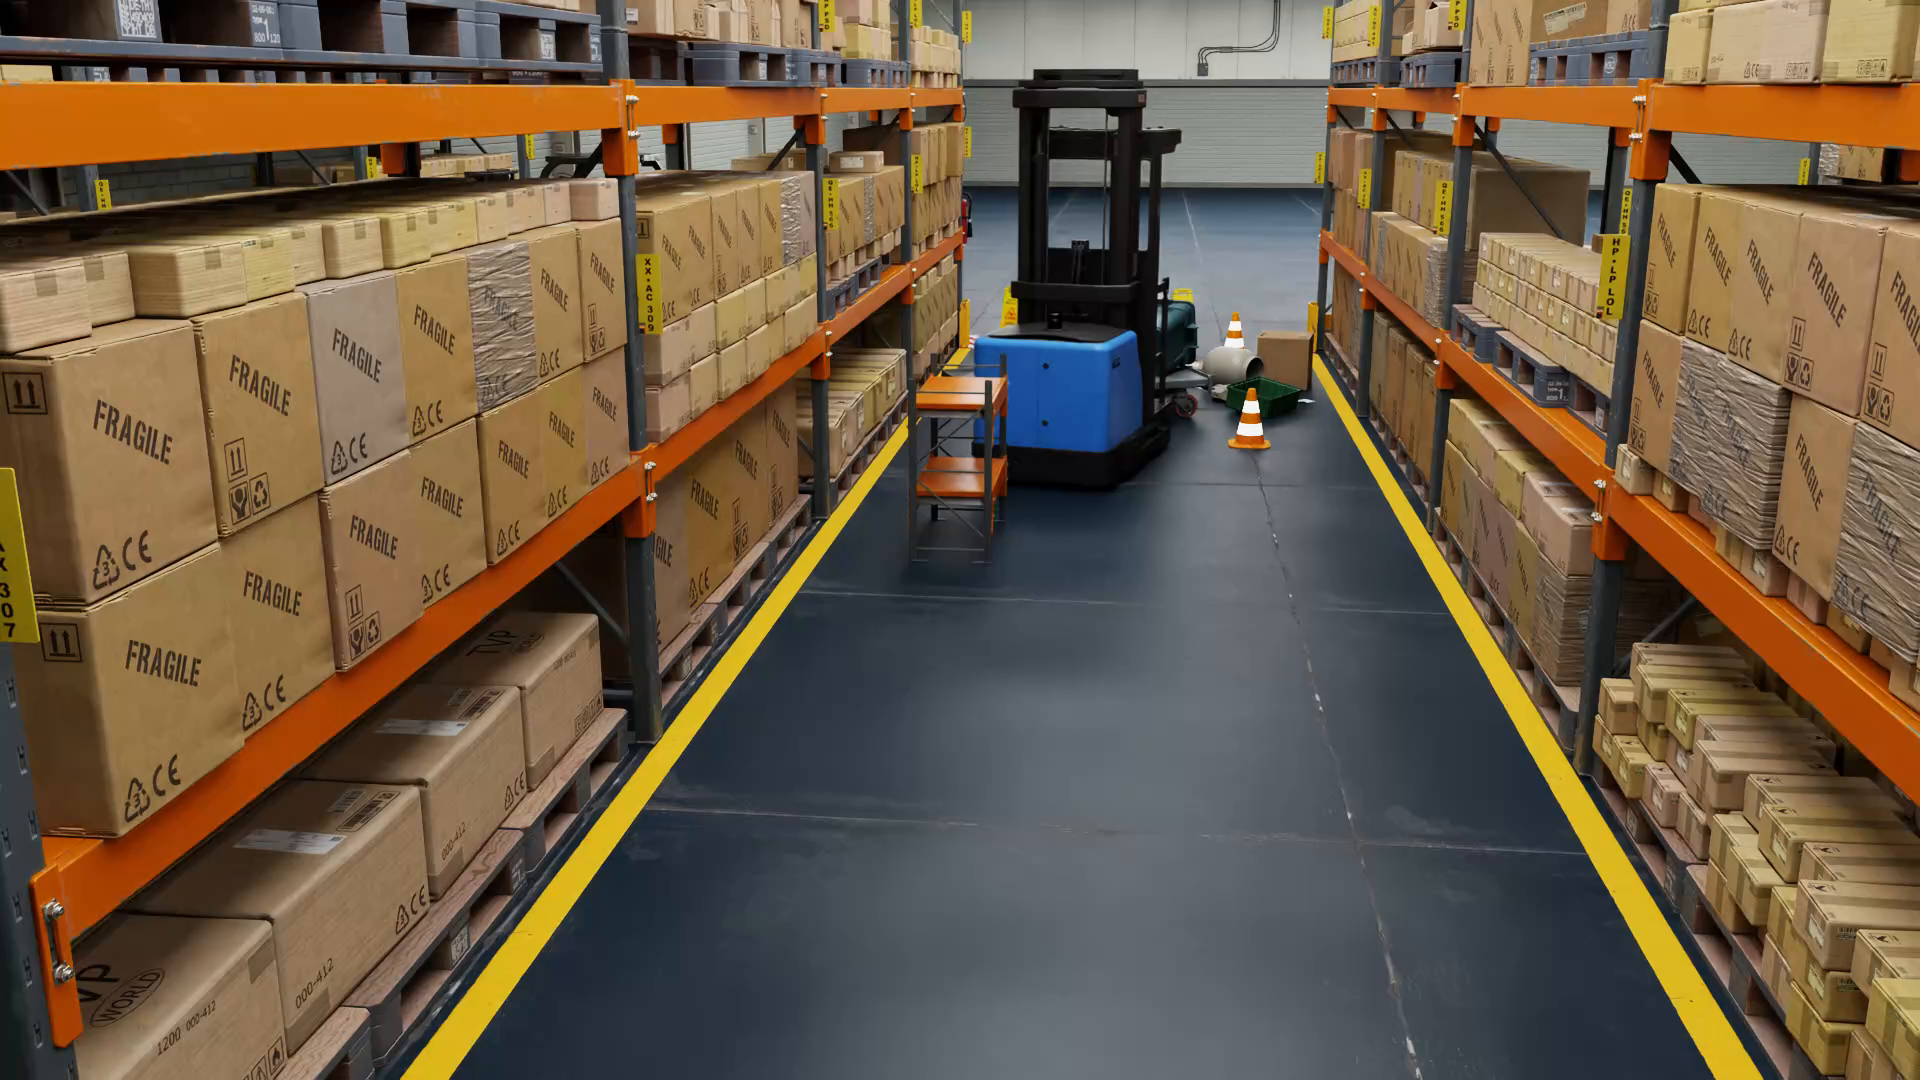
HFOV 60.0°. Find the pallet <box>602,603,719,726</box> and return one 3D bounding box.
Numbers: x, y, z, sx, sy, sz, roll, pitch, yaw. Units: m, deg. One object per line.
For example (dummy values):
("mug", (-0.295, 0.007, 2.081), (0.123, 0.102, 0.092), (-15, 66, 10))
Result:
("pallet", (-1.817, 0.573, 8.137), (1.003, 0.211, 1.213), (2, 15, 6))

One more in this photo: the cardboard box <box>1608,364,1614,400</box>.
("cardboard box", (2.948, -0.641, 6.963), (0.380, 0.149, 0.250), (1, 15, 5))

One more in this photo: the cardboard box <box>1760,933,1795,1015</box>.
("cardboard box", (2.577, 1.279, 4.843), (0.380, 0.149, 0.250), (2, 15, 7))

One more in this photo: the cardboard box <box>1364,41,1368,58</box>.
("cardboard box", (3.782, -4.340, 14.704), (0.380, 0.149, 0.250), (2, 15, 7))

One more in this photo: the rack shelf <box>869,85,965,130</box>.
("rack shelf", (-0.701, -4.265, 16.319), (1.077, 0.370, 4.000), (2, 15, 6))

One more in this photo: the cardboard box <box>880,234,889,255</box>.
("cardboard box", (-0.776, -2.383, 13.406), (0.380, 0.149, 0.250), (2, 15, 7))

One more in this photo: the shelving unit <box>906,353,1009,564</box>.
("shelving unit", (-0.001, -0.541, 10.509), (0.538, 1.125, 1.048), (2, 15, 6))

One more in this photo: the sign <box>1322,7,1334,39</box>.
("sign", (3.904, -5.489, 17.643), (0.100, 0.325, 0.005), (2, 15, 6))

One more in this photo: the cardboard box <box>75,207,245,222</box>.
("cardboard box", (-2.302, -0.876, 4.806), (0.380, 0.149, 0.250), (2, 15, 8))

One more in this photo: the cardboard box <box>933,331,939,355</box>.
("cardboard box", (-0.486, -1.942, 16.561), (0.500, 0.250, 0.500), (1, 15, 6))

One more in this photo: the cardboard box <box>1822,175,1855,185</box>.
("cardboard box", (9.282, -3.441, 16.879), (0.875, 0.500, 0.500), (2, 15, 6))

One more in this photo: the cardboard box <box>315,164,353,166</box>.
("cardboard box", (-6.037, -3.520, 15.930), (0.380, 0.149, 0.250), (2, 15, 6))

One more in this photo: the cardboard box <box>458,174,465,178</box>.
("cardboard box", (-5.289, -3.758, 17.378), (0.380, 0.149, 0.250), (2, 15, 7))

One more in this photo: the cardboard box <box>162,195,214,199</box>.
("cardboard box", (-6.308, -2.738, 13.607), (0.380, 0.149, 0.250), (2, 15, 6))

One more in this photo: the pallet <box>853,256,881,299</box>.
("pallet", (-1.195, -2.030, 12.790), (1.003, 0.211, 1.213), (2, 15, 6))

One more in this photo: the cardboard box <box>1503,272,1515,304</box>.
("cardboard box", (3.214, -1.389, 9.158), (0.380, 0.149, 0.250), (2, 15, 7))

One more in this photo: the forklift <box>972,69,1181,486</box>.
("forklift", (1.065, -2.142, 12.969), (1.130, 2.935, 3.031), (5, 16, 19))

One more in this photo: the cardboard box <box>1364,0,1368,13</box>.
("cardboard box", (3.814, -4.788, 14.834), (0.380, 0.149, 0.250), (2, 15, 7))

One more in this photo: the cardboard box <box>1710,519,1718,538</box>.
("cardboard box", (2.774, -0.056, 5.602), (0.380, 0.149, 0.250), (1, 15, 4))

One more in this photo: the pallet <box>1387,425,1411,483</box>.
("pallet", (3.856, -0.660, 12.698), (1.003, 0.211, 1.213), (2, 15, 6))

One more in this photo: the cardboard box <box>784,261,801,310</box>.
("cardboard box", (-1.235, -1.511, 9.832), (0.500, 0.250, 0.500), (1, 15, 5))

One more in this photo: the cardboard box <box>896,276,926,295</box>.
("cardboard box", (-0.518, -2.372, 15.470), (0.380, 0.149, 0.250), (2, 15, 7))

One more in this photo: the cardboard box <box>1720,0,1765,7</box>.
("cardboard box", (2.747, -1.821, 5.233), (0.500, 0.250, 0.500), (2, 15, 6))

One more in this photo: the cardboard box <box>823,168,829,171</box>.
("cardboard box", (-1.321, -2.797, 13.693), (0.500, 0.500, 0.500), (2, 15, 6))

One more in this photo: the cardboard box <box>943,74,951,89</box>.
("cardboard box", (-0.297, -4.775, 17.310), (0.380, 0.149, 0.250), (2, 15, 8))

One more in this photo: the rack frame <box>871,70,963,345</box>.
("rack frame", (-0.475, -3.683, 18.535), (1.000, 3.000, 0.127), (2, 15, 6))

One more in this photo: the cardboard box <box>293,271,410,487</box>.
("cardboard box", (-1.842, -0.448, 4.465), (0.500, 0.500, 0.500), (2, 15, 6))

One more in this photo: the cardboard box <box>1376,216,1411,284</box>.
("cardboard box", (3.620, -2.315, 13.284), (0.500, 0.500, 0.500), (2, 15, 7))

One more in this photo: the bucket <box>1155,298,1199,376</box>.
("bucket", (1.728, -1.782, 14.867), (0.726, 0.611, 0.620), (7, 27, 25))

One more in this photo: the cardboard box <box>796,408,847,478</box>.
("cardboard box", (-1.304, -0.688, 11.691), (0.950, 0.372, 0.625), (1, 15, 2))

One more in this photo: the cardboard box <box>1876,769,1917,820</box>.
("cardboard box", (3.263, 0.806, 5.454), (0.380, 0.149, 0.250), (1, 15, 4))

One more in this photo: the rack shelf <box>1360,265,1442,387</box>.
("rack shelf", (3.777, -1.660, 12.432), (1.077, 0.370, 4.000), (2, 15, 6))

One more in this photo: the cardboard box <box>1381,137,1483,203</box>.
("cardboard box", (4.079, -3.214, 14.446), (0.875, 0.550, 0.550), (2, 15, 6))

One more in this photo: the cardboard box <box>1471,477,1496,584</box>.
("cardboard box", (3.112, -0.045, 9.065), (0.500, 0.500, 0.500), (1, 15, 5))

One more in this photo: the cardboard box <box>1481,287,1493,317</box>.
("cardboard box", (3.270, -1.390, 9.733), (0.380, 0.149, 0.250), (2, 15, 9))

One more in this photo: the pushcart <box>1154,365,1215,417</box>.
("pushcart", (1.344, -1.325, 14.840), (1.648, 0.377, 0.936), (-4, 16, -13))

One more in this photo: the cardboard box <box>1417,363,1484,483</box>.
("cardboard box", (3.710, -0.760, 11.233), (1.050, 0.750, 0.750), (1, 15, 5))

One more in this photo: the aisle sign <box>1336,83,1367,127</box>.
("aisle sign", (4.164, -4.845, 17.854), (0.394, 0.787, 0.004), (2, 15, 6))

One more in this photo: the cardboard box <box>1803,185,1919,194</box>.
("cardboard box", (3.316, -0.995, 5.920), (0.500, 0.500, 0.500), (1, 15, 4))

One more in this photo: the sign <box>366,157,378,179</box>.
("sign", (-5.319, -3.298, 15.045), (0.100, 0.325, 0.005), (2, 15, 6))

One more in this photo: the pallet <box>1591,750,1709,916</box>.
("pallet", (3.060, 1.070, 6.299), (1.003, 0.211, 1.213), (2, 15, 6))

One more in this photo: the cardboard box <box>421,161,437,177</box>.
("cardboard box", (-5.462, -3.706, 16.617), (0.380, 0.149, 0.250), (2, 15, 6))

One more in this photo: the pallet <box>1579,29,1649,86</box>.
("pallet", (3.276, -1.965, 6.796), (1.213, 0.211, 1.003), (2, 15, 6))

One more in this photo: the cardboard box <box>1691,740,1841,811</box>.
("cardboard box", (2.669, 0.787, 5.521), (0.380, 0.149, 0.250), (2, 15, 7))

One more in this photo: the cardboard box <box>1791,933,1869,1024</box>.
("cardboard box", (2.527, 1.202, 4.559), (0.380, 0.149, 0.250), (2, 15, 7))

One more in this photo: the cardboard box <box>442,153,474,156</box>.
("cardboard box", (-5.658, -4.252, 18.637), (0.380, 0.149, 0.250), (1, 15, 5))

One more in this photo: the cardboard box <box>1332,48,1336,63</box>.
("cardboard box", (4.097, -5.061, 17.372), (0.380, 0.149, 0.250), (2, 15, 7))

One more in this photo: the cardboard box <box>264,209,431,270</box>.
("cardboard box", (-1.749, -0.862, 4.753), (0.380, 0.149, 0.250), (1, 15, 5))

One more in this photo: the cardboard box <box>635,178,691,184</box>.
("cardboard box", (-1.797, -1.755, 9.300), (0.500, 0.500, 0.500), (2, 15, 8))

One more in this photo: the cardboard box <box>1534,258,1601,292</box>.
("cardboard box", (3.128, -1.337, 8.398), (0.380, 0.149, 0.250), (1, 15, 5))

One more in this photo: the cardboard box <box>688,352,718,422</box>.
("cardboard box", (-1.461, -0.739, 7.934), (0.500, 0.250, 0.500), (1, 15, 5))

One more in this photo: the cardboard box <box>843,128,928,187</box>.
("cardboard box", (-0.662, -3.428, 14.914), (0.700, 0.500, 0.500), (2, 15, 6))

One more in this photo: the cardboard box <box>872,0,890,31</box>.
("cardboard box", (-0.866, -4.311, 13.637), (0.500, 0.250, 0.500), (2, 15, 8))

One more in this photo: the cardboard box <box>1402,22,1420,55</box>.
("cardboard box", (3.687, -4.011, 13.262), (0.258, 0.266, 0.396), (1, 15, 5))

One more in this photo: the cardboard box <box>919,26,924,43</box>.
("cardboard box", (-0.528, -4.566, 15.007), (0.380, 0.149, 0.250), (1, 15, 4))
